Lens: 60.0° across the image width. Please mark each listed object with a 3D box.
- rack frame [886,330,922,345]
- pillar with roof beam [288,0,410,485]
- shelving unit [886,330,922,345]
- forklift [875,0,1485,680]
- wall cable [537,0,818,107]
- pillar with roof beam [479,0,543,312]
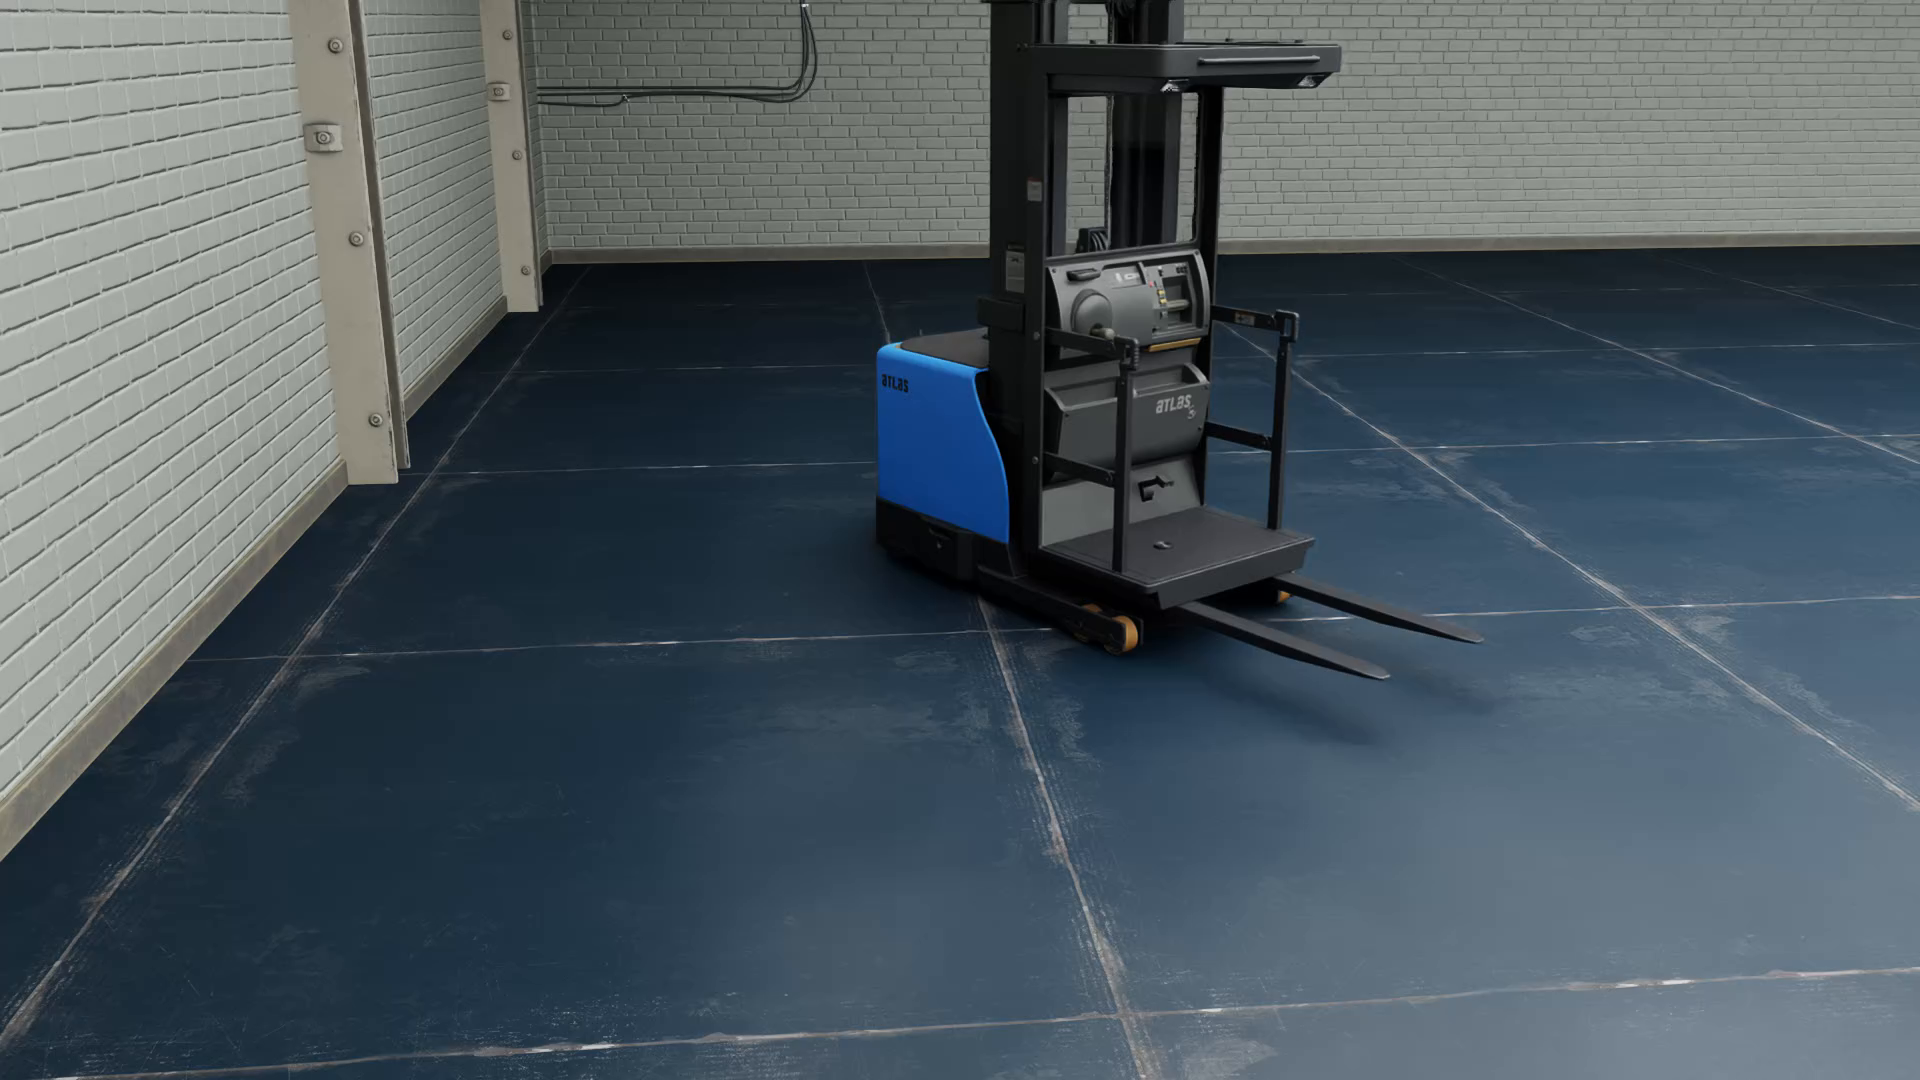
[{"bbox_3d":[-0.289,-0.582,8.777,0.200,1.050,0.008,-8,19,-24],"label":"rack frame"},{"bbox_3d":[0.809,-4.813,8.983,9.100,9.000,0.400,-2,18,-6],"label":"pillar with roof beam"},{"bbox_3d":[-0.237,-0.549,8.672,0.215,1.050,0.252,-8,19,-24],"label":"shelving unit"},{"bbox_3d":[0.893,-1.077,7.213,1.130,2.935,3.031,-14,22,-37],"label":"forklift"},{"bbox_3d":[-3.081,-5.904,17.645,3.097,2.526,0.112,-2,18,-6],"label":"wall cable"},{"bbox_3d":[0.190,-6.600,14.677,9.100,9.000,0.400,-2,18,-6],"label":"pillar with roof beam"}]
